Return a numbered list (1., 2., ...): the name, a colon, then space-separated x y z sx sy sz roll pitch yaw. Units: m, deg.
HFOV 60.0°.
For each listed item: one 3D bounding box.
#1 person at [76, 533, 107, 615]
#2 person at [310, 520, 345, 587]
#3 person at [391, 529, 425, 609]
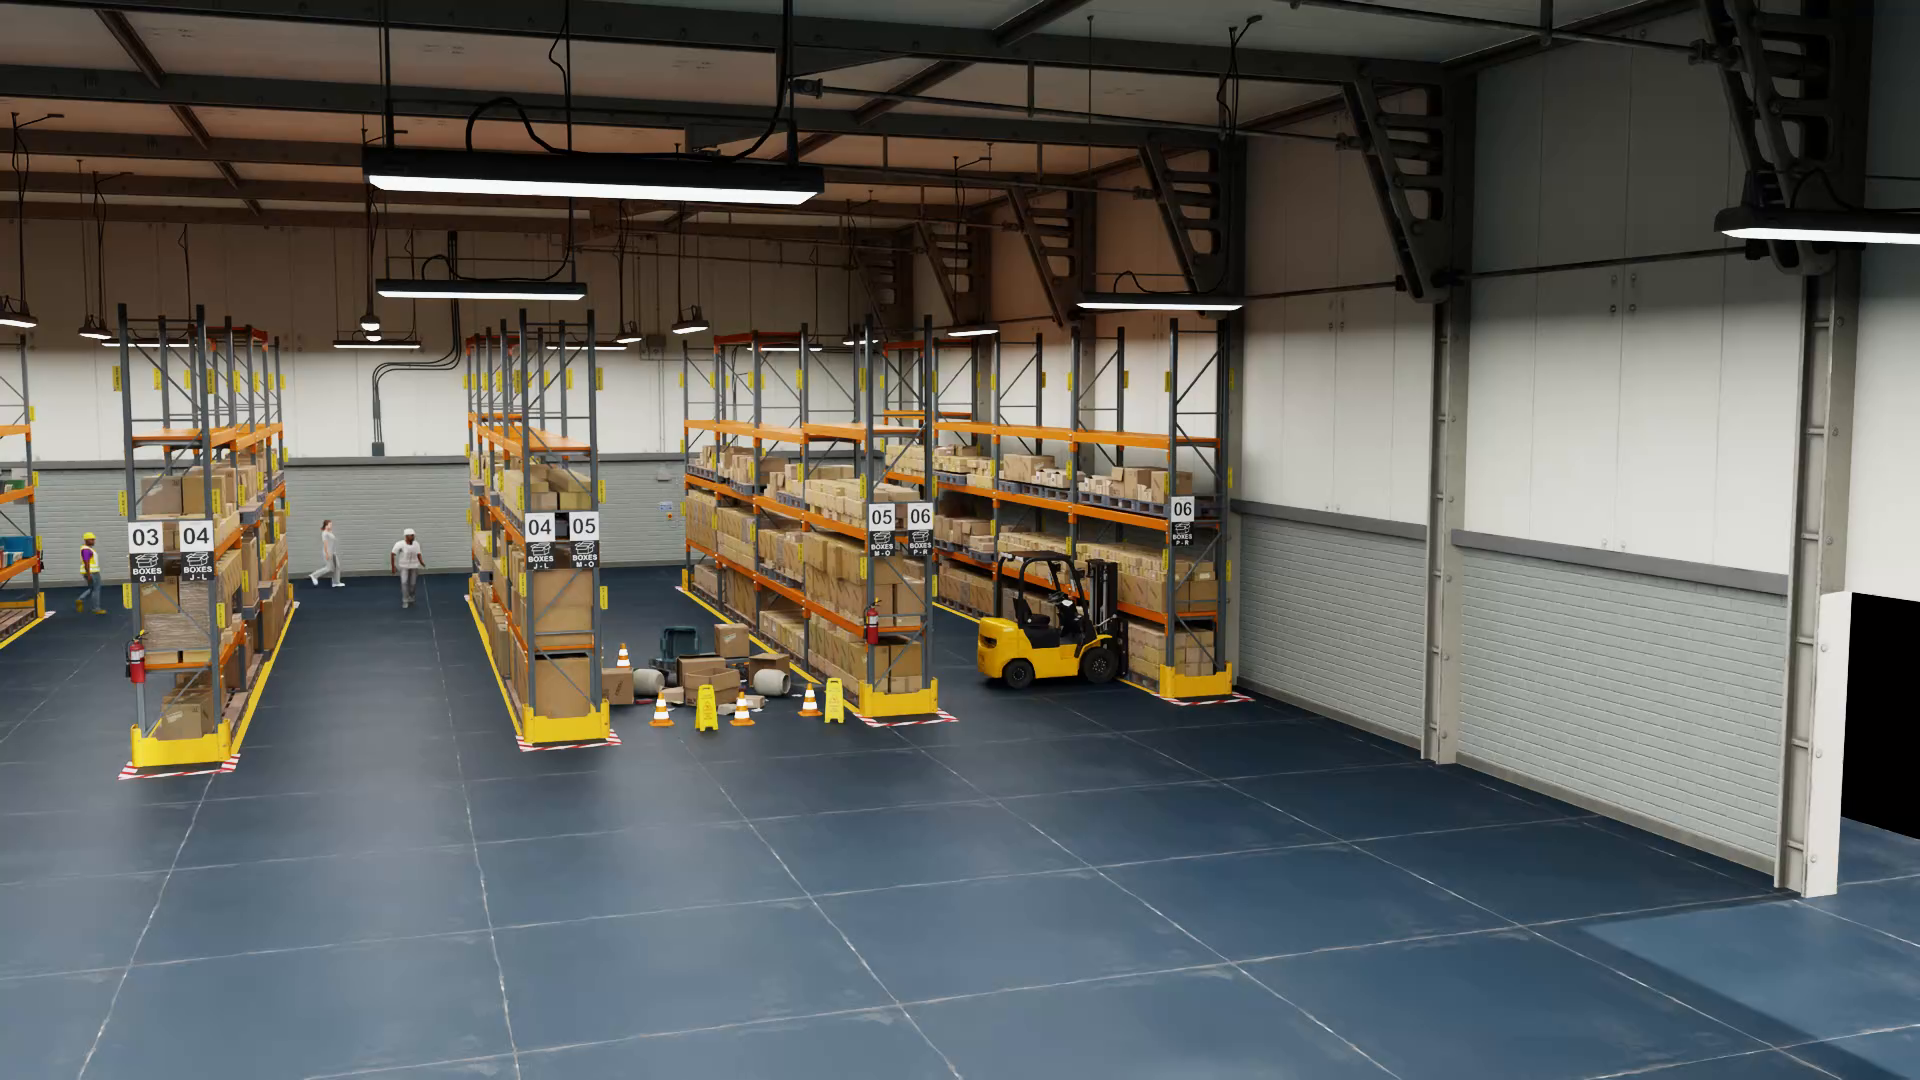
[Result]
1. person: -18.769 0.723 35.792 0.525 1.756 0.555 3 6 31
2. person: -15.424 0.329 40.519 0.762 1.646 0.453 0 5 -2
3. person: -12.370 0.628 37.280 0.727 1.764 0.953 -2 6 -18
